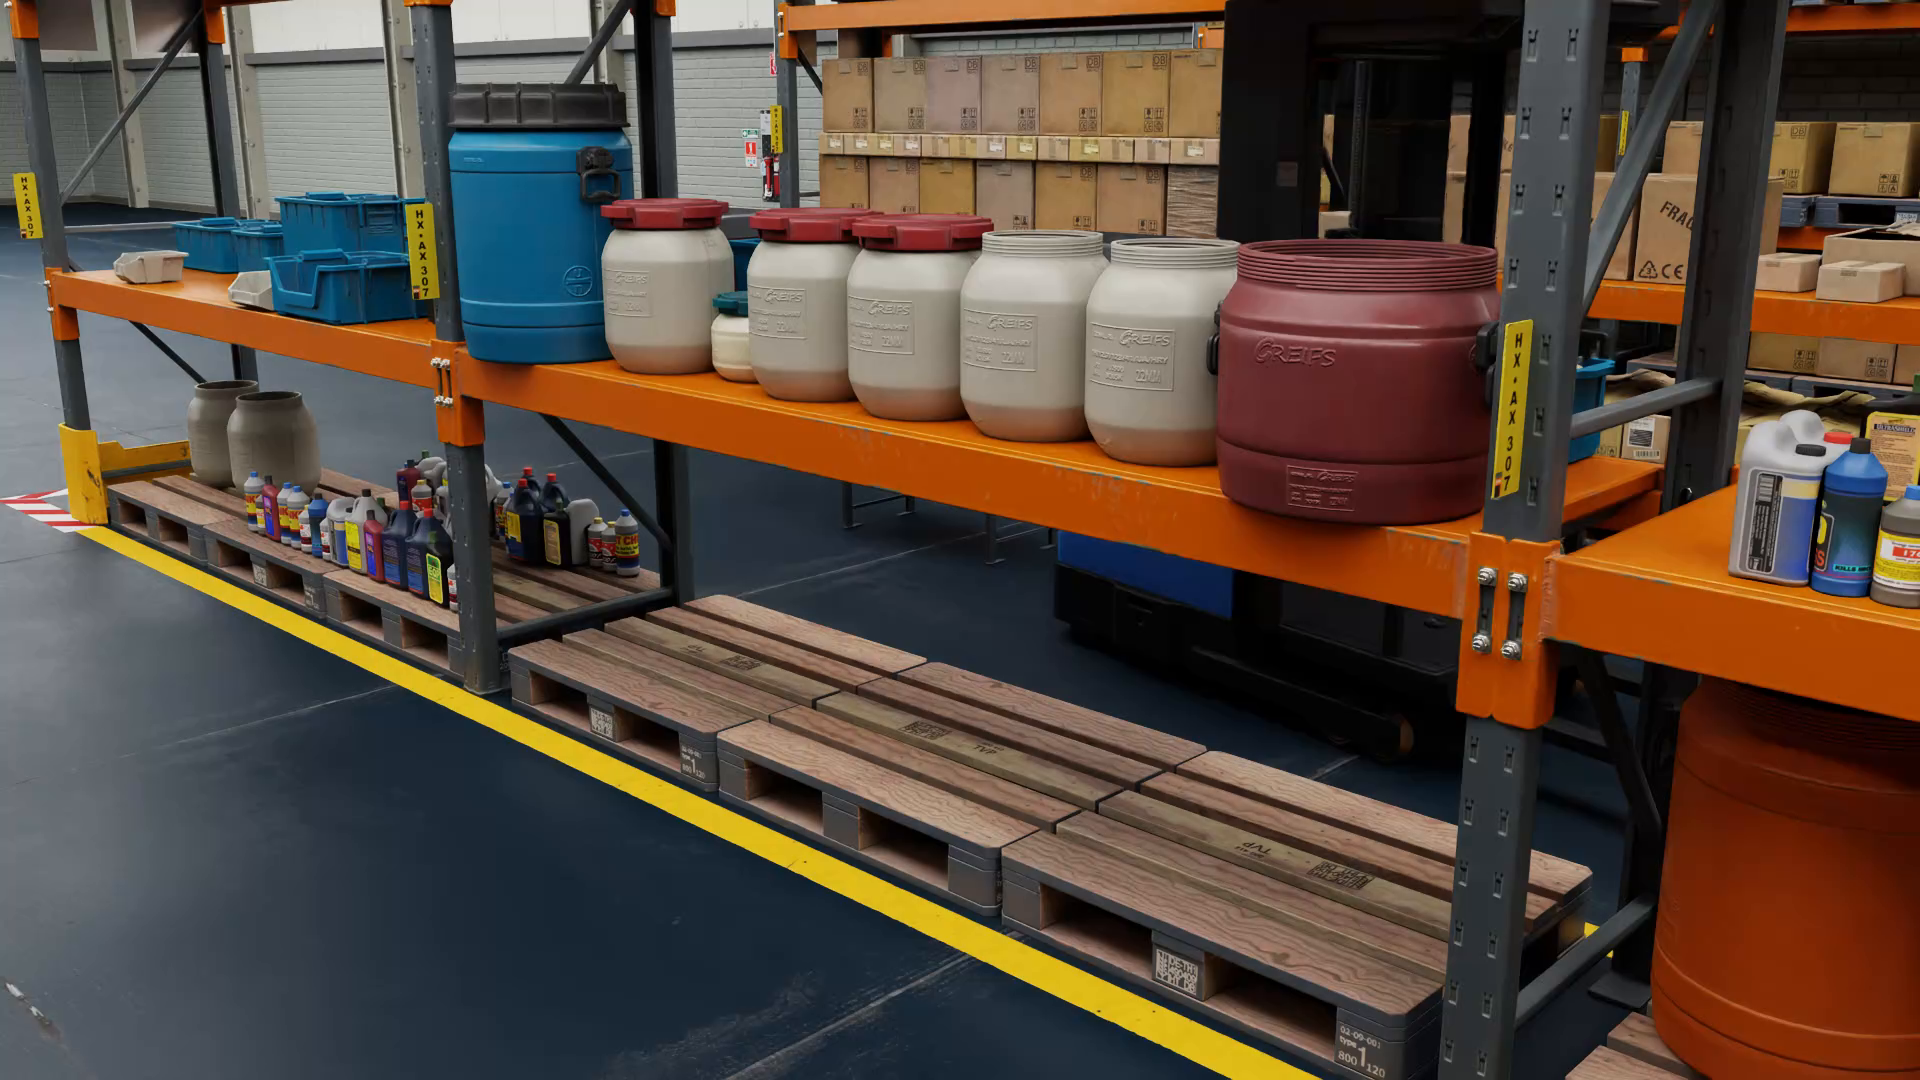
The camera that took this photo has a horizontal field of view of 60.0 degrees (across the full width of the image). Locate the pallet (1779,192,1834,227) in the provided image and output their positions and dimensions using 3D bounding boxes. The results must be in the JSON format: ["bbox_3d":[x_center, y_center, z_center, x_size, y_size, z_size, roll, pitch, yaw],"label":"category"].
[{"bbox_3d":[5.850,-2.510,12.497,1.213,0.211,1.003,14,20,42],"label":"pallet"}]

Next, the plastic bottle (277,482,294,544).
[{"bbox_3d":[-3.020,-0.124,7.496,0.097,0.271,0.097,0,15,0],"label":"plastic bottle"}]

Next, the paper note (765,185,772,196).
[{"bbox_3d":[-2.526,-4.604,21.901,0.142,0.148,0.016,14,20,42],"label":"paper note"}]

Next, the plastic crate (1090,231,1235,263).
[{"bbox_3d":[0.452,-0.634,4.790,0.583,0.464,0.402,14,20,42],"label":"plastic crate"}]

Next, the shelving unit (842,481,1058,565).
[{"bbox_3d":[-0.061,-0.741,8.300,1.048,1.500,0.538,14,20,42],"label":"shelving unit"}]

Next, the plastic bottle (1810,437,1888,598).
[{"bbox_3d":[1.555,-0.043,2.903,0.097,0.271,0.097,0,15,0],"label":"plastic bottle"}]

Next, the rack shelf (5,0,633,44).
[{"bbox_3d":[-2.916,-2.418,7.242,4.000,0.370,1.077,14,20,42],"label":"rack shelf"}]

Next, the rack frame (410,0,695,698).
[{"bbox_3d":[-1.476,-0.965,6.186,0.127,3.000,1.000,14,20,42],"label":"rack frame"}]

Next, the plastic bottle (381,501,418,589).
[{"bbox_3d":[-2.278,0.010,6.825,0.185,0.351,0.144,12,19,39],"label":"plastic bottle"}]

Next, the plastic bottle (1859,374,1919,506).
[{"bbox_3d":[1.991,-0.215,3.539,0.133,0.283,0.061,14,20,42],"label":"plastic bottle"}]

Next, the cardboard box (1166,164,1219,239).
[{"bbox_3d":[1.641,-1.988,9.915,0.500,0.500,0.700,13,19,41],"label":"cardboard box"}]

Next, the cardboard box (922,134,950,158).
[{"bbox_3d":[-0.038,-2.637,11.120,0.250,0.149,0.380,13,19,40],"label":"cardboard box"}]

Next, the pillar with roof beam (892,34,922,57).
[{"bbox_3d":[-3.682,-6.669,16.181,0.400,9.000,9.100,14,20,42],"label":"pillar with roof beam"}]

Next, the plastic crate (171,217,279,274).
[{"bbox_3d":[-3.788,-1.560,8.764,0.616,0.251,0.499,14,20,42],"label":"plastic crate"}]

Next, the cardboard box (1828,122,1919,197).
[{"bbox_3d":[6.636,-2.720,11.853,0.700,0.500,0.500,-11,18,-37],"label":"cardboard box"}]

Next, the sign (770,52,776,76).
[{"bbox_3d":[-2.383,-6.128,21.405,0.199,0.298,0.001,14,20,42],"label":"sign"}]

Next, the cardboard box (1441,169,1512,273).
[{"bbox_3d":[2.885,-1.682,8.740,0.500,0.500,0.500,-13,19,-40],"label":"cardboard box"}]

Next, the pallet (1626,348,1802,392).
[{"bbox_3d":[5.962,-1.278,12.917,1.213,0.211,1.003,14,20,42],"label":"pallet"}]

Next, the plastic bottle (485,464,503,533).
[{"bbox_3d":[-2.211,-0.220,7.708,0.185,0.351,0.144,13,20,42],"label":"plastic bottle"}]

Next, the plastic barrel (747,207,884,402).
[{"bbox_3d":[-0.412,-0.695,4.881,0.433,0.535,0.433,0,15,0],"label":"plastic barrel"}]

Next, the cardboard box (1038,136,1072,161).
[{"bbox_3d":[0.707,-2.457,10.427,0.380,0.149,0.250,-14,20,-43],"label":"cardboard box"}]

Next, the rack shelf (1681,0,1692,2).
[{"bbox_3d":[3.404,-2.617,8.003,4.000,0.370,1.077,14,20,42],"label":"rack shelf"}]

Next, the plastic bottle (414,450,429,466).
[{"bbox_3d":[-2.633,-0.304,8.166,0.061,0.283,0.133,-14,20,-43],"label":"plastic bottle"}]

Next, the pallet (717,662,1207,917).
[{"bbox_3d":[-0.001,0.728,5.218,1.213,0.211,1.003,14,20,42],"label":"pallet"}]

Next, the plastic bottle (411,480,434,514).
[{"bbox_3d":[-2.540,-0.183,7.861,0.097,0.201,0.097,0,15,0],"label":"plastic bottle"}]

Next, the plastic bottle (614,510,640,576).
[{"bbox_3d":[-1.401,0.007,6.994,0.097,0.271,0.097,0,15,0],"label":"plastic bottle"}]

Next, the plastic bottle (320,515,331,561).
[{"bbox_3d":[-2.729,-0.019,7.233,0.097,0.201,0.097,0,15,0],"label":"plastic bottle"}]

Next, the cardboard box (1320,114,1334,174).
[{"bbox_3d":[3.372,-3.445,14.476,0.500,0.500,0.500,13,19,40],"label":"cardboard box"}]

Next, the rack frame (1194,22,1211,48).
[{"bbox_3d":[2.521,-3.463,15.774,0.127,3.000,1.000,14,20,42],"label":"rack frame"}]

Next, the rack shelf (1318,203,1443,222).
[{"bbox_3d":[3.961,-2.765,14.521,4.000,0.370,1.077,14,20,42],"label":"rack shelf"}]

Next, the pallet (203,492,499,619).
[{"bbox_3d":[-2.813,0.046,7.837,1.213,0.211,1.003,14,20,42],"label":"pallet"}]

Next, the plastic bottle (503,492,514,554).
[{"bbox_3d":[-1.957,-0.078,7.319,0.097,0.271,0.097,0,15,0],"label":"plastic bottle"}]

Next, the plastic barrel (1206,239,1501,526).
[{"bbox_3d":[0.859,-0.357,3.583,0.708,0.536,0.600,14,20,42],"label":"plastic barrel"}]

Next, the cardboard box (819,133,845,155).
[{"bbox_3d":[-0.782,-2.818,11.813,0.250,0.149,0.380,13,20,42],"label":"cardboard box"}]

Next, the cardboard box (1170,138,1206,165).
[{"bbox_3d":[1.444,-2.278,9.740,0.250,0.149,0.380,13,20,41],"label":"cardboard box"}]

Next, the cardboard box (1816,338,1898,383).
[{"bbox_3d":[6.688,-1.463,12.181,0.500,0.500,0.700,14,20,43],"label":"cardboard box"}]

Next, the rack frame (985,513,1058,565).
[{"bbox_3d":[0.305,-0.652,7.959,0.032,1.500,0.500,14,20,42],"label":"rack frame"}]

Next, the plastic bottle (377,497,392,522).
[{"bbox_3d":[-2.458,-0.037,7.139,0.133,0.283,0.061,14,20,42],"label":"plastic bottle"}]

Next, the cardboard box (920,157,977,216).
[{"bbox_3d":[0.147,-2.349,11.299,0.500,0.500,0.700,14,20,43],"label":"cardboard box"}]

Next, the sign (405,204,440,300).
[{"bbox_3d":[-1.866,-1.001,5.775,0.005,0.325,0.100,14,20,42],"label":"sign"}]

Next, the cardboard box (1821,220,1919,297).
[{"bbox_3d":[4.335,-1.312,7.694,0.500,0.311,0.500,13,20,42],"label":"cardboard box"}]

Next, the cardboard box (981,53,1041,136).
[{"bbox_3d":[0.557,-2.879,10.763,0.500,0.500,0.700,14,20,42],"label":"cardboard box"}]

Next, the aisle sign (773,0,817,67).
[{"bbox_3d":[-1.175,-3.777,11.824,0.004,0.787,0.394,14,20,42],"label":"aisle sign"}]

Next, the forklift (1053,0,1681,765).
[{"bbox_3d":[1.673,-0.814,5.744,1.130,2.935,3.031,-11,18,-35],"label":"forklift"}]

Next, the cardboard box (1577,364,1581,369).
[{"bbox_3d":[3.192,-0.811,9.103,0.500,0.311,0.500,14,20,42],"label":"cardboard box"}]

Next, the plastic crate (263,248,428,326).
[{"bbox_3d":[-2.461,-1.037,6.759,0.616,0.251,0.499,14,20,42],"label":"plastic crate"}]

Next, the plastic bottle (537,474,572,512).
[{"bbox_3d":[-1.769,-0.112,7.296,0.144,0.351,0.185,-14,20,-43],"label":"plastic bottle"}]
